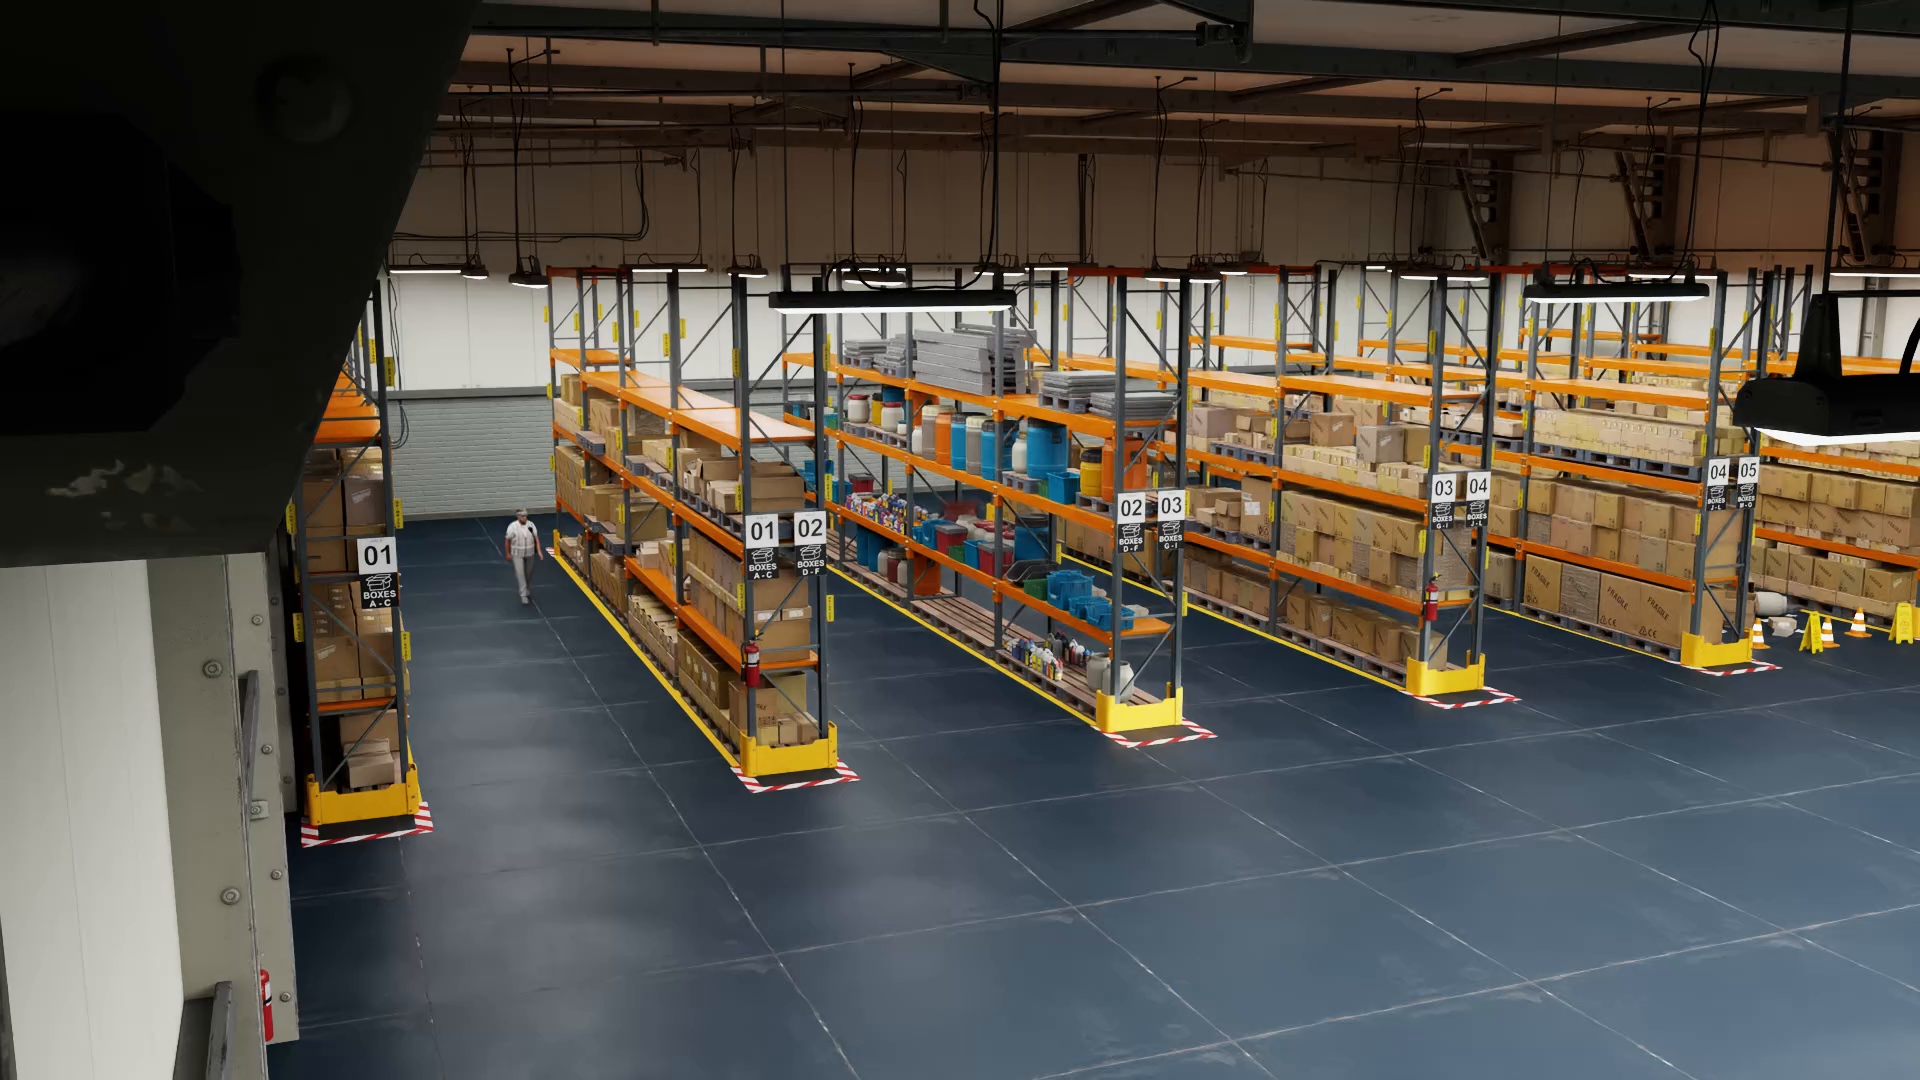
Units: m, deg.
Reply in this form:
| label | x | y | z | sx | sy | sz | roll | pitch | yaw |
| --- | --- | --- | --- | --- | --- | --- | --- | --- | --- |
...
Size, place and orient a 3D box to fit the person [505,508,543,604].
| label | x | y | z | sx | sy | sz | roll | pitch | yaw |
| --- | --- | --- | --- | --- | --- | --- | --- | --- | --- |
| person | -7.920 | 0.245 | 30.205 | 0.627 | 1.701 | 1.058 | -4 | 11 | -24 |
